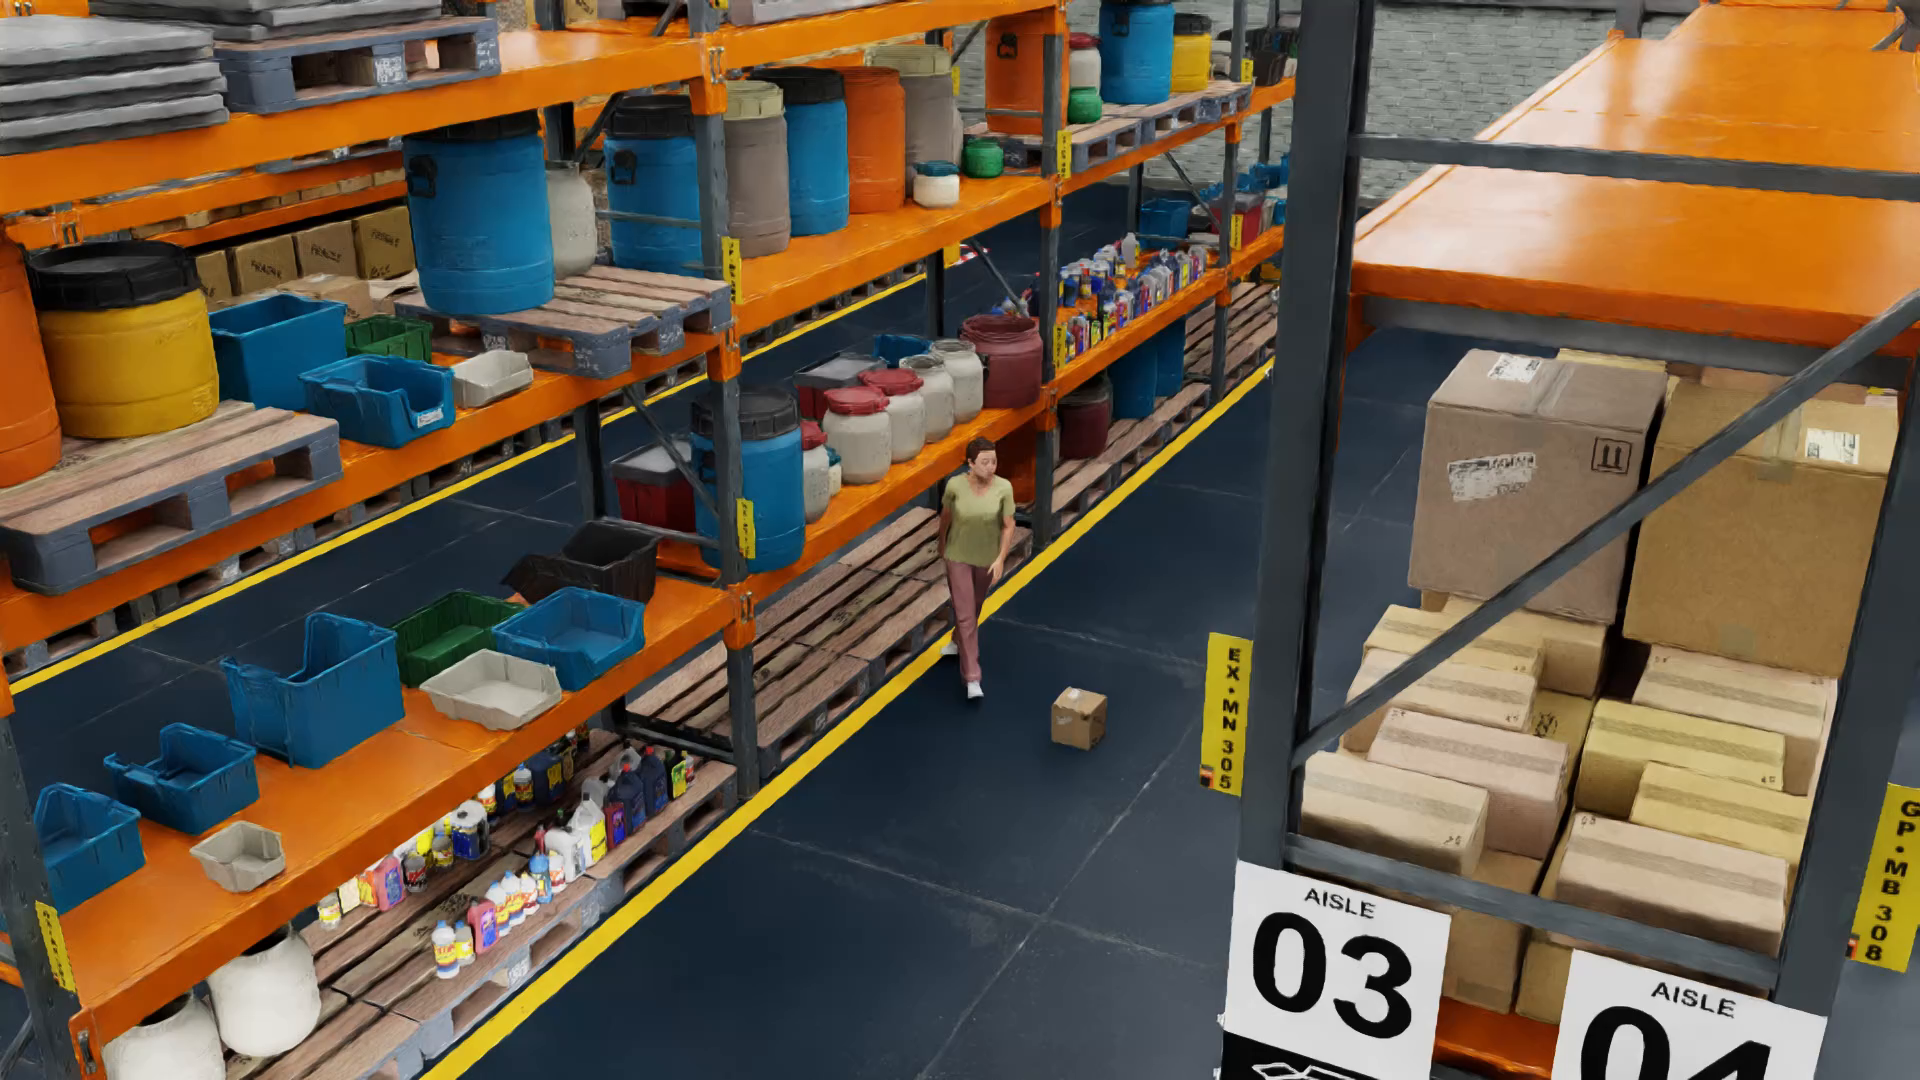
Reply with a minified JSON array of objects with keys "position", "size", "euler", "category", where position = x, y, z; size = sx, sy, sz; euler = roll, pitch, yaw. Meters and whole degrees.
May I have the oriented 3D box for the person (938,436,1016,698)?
[{"position":[0.117,0.120,10.343],"size":[0.464,1.618,0.952],"euler":[-3,23,-6],"category":"person"}]
